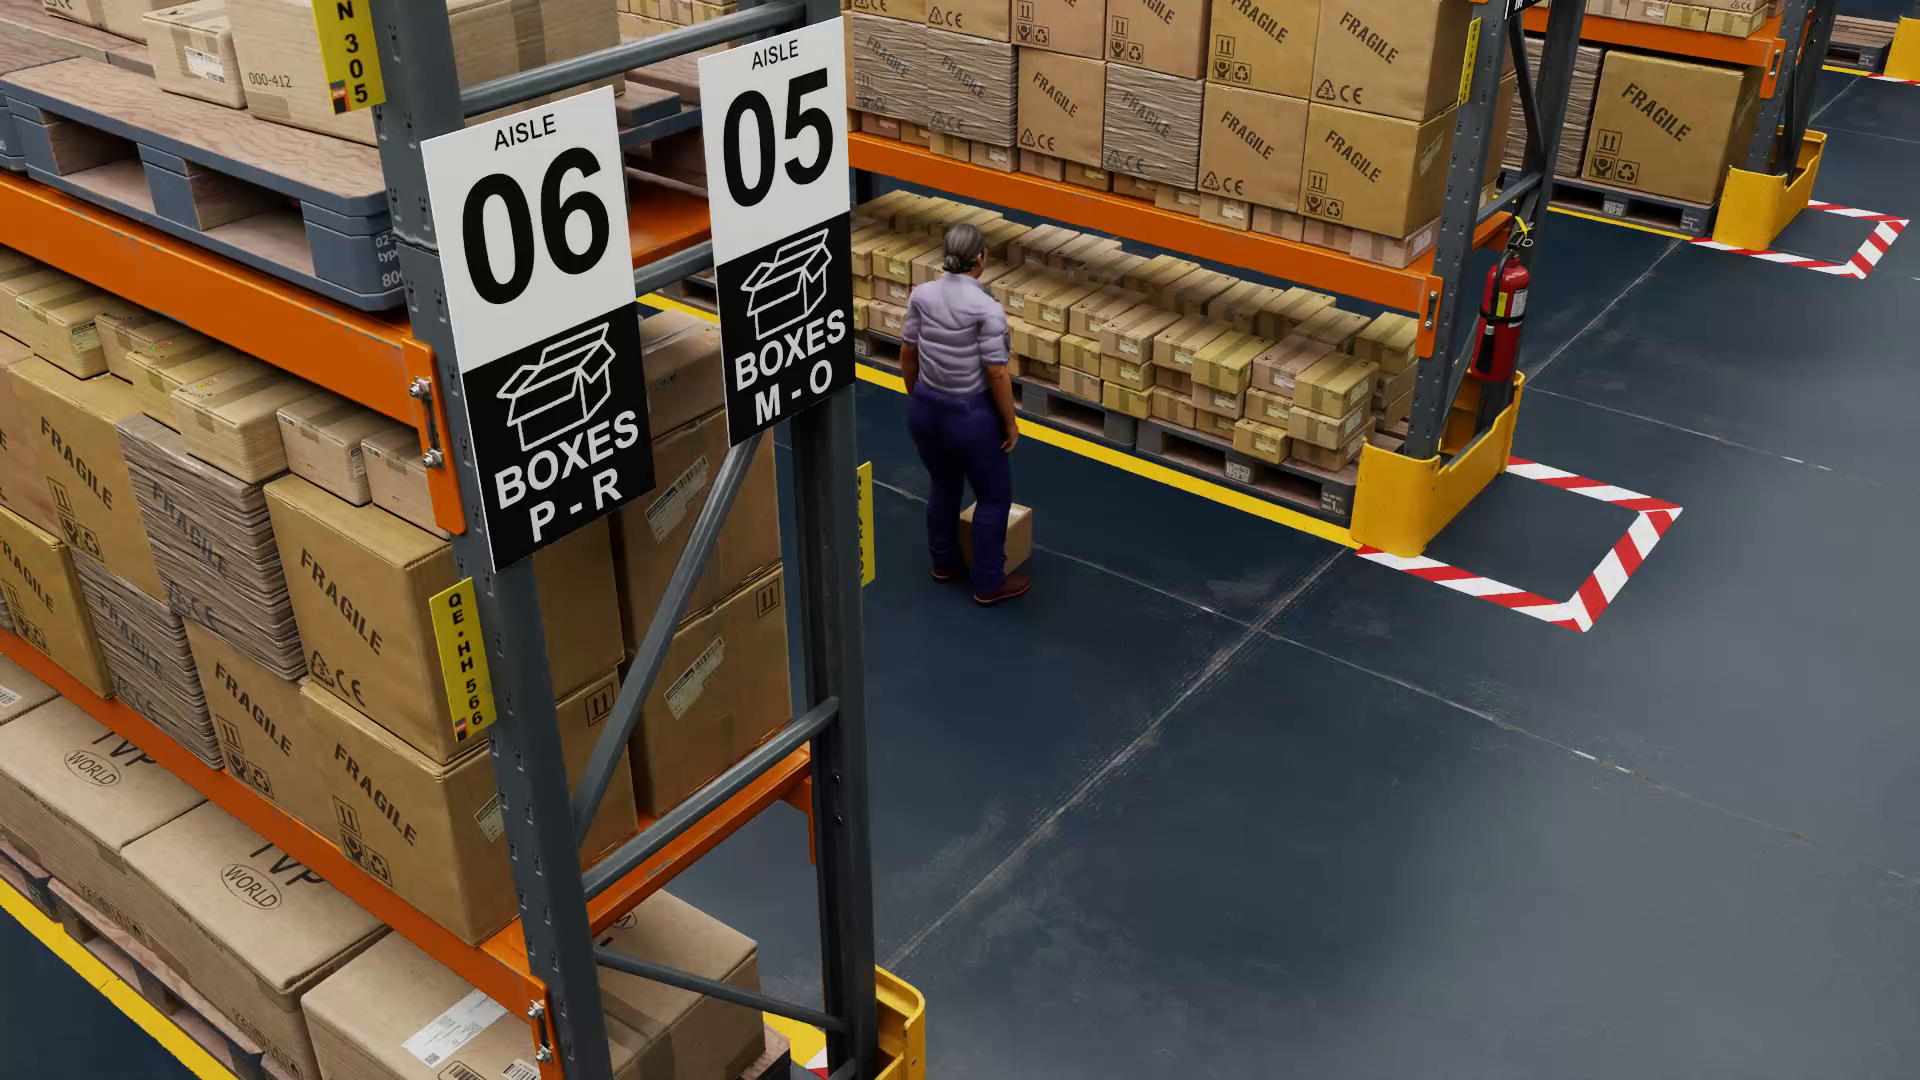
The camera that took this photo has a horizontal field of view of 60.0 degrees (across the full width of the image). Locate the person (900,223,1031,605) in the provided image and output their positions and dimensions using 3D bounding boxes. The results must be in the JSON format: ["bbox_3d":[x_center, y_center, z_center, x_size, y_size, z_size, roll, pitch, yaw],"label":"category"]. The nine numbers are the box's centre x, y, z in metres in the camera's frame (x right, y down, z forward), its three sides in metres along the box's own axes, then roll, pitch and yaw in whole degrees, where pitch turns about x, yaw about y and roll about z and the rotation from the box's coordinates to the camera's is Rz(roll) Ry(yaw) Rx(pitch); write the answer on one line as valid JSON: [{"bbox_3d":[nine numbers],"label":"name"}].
[{"bbox_3d":[0.025,-0.527,7.015,0.564,1.652,0.423,19,36,29],"label":"person"}]
